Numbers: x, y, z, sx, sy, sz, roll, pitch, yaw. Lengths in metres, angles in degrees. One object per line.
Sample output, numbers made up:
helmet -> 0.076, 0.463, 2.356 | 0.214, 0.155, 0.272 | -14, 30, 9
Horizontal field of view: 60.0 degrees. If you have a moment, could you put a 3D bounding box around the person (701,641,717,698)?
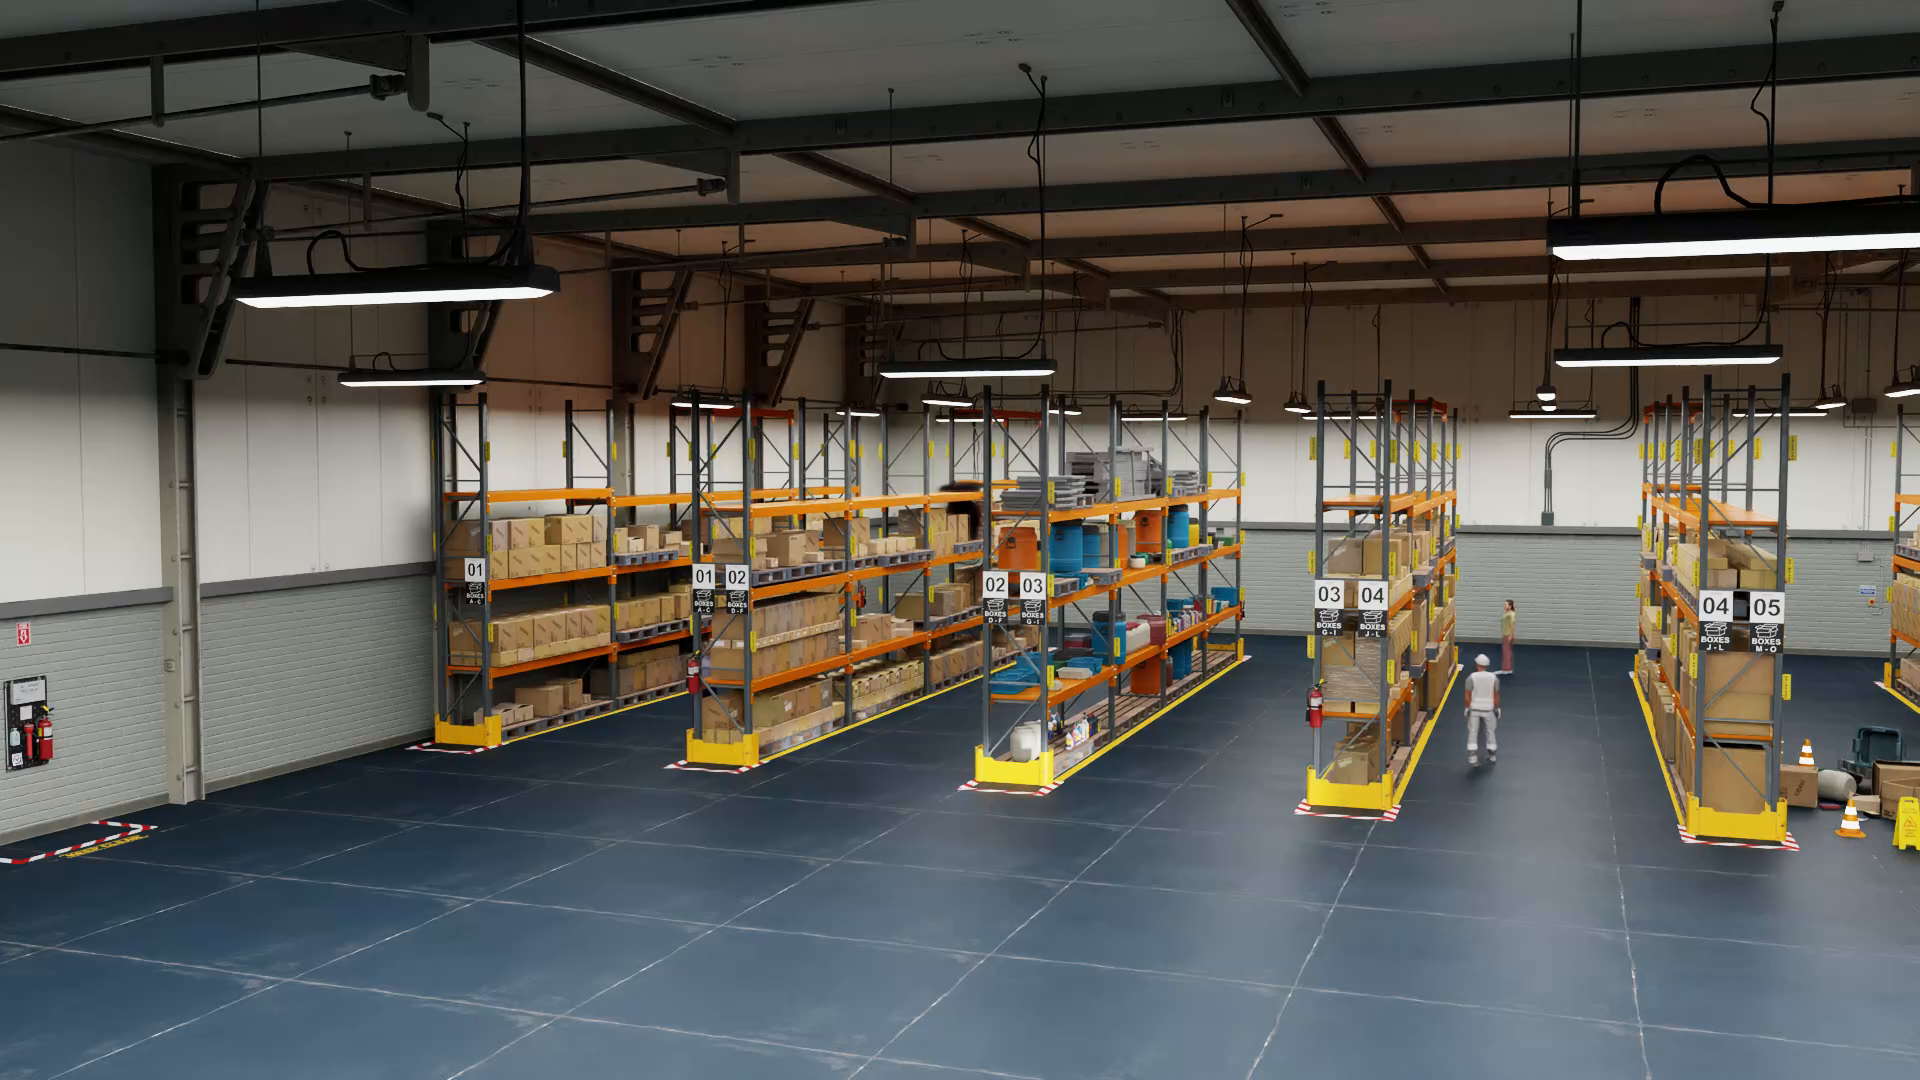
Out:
person -> -4.465, 2.639, 29.423 | 0.457, 1.668, 0.540 | 1, 3, 25

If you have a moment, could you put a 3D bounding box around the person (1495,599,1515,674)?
person -> 12.289, 2.174, 37.465 | 0.407, 1.672, 0.507 | 1, 3, 16

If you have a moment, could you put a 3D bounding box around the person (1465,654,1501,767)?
person -> 8.358, 2.699, 26.523 | 0.531, 1.784, 0.622 | 2, 3, 27

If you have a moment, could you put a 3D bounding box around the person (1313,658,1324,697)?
person -> 7.320, 2.386, 33.823 | 0.502, 1.681, 0.491 | -1, 3, -11
